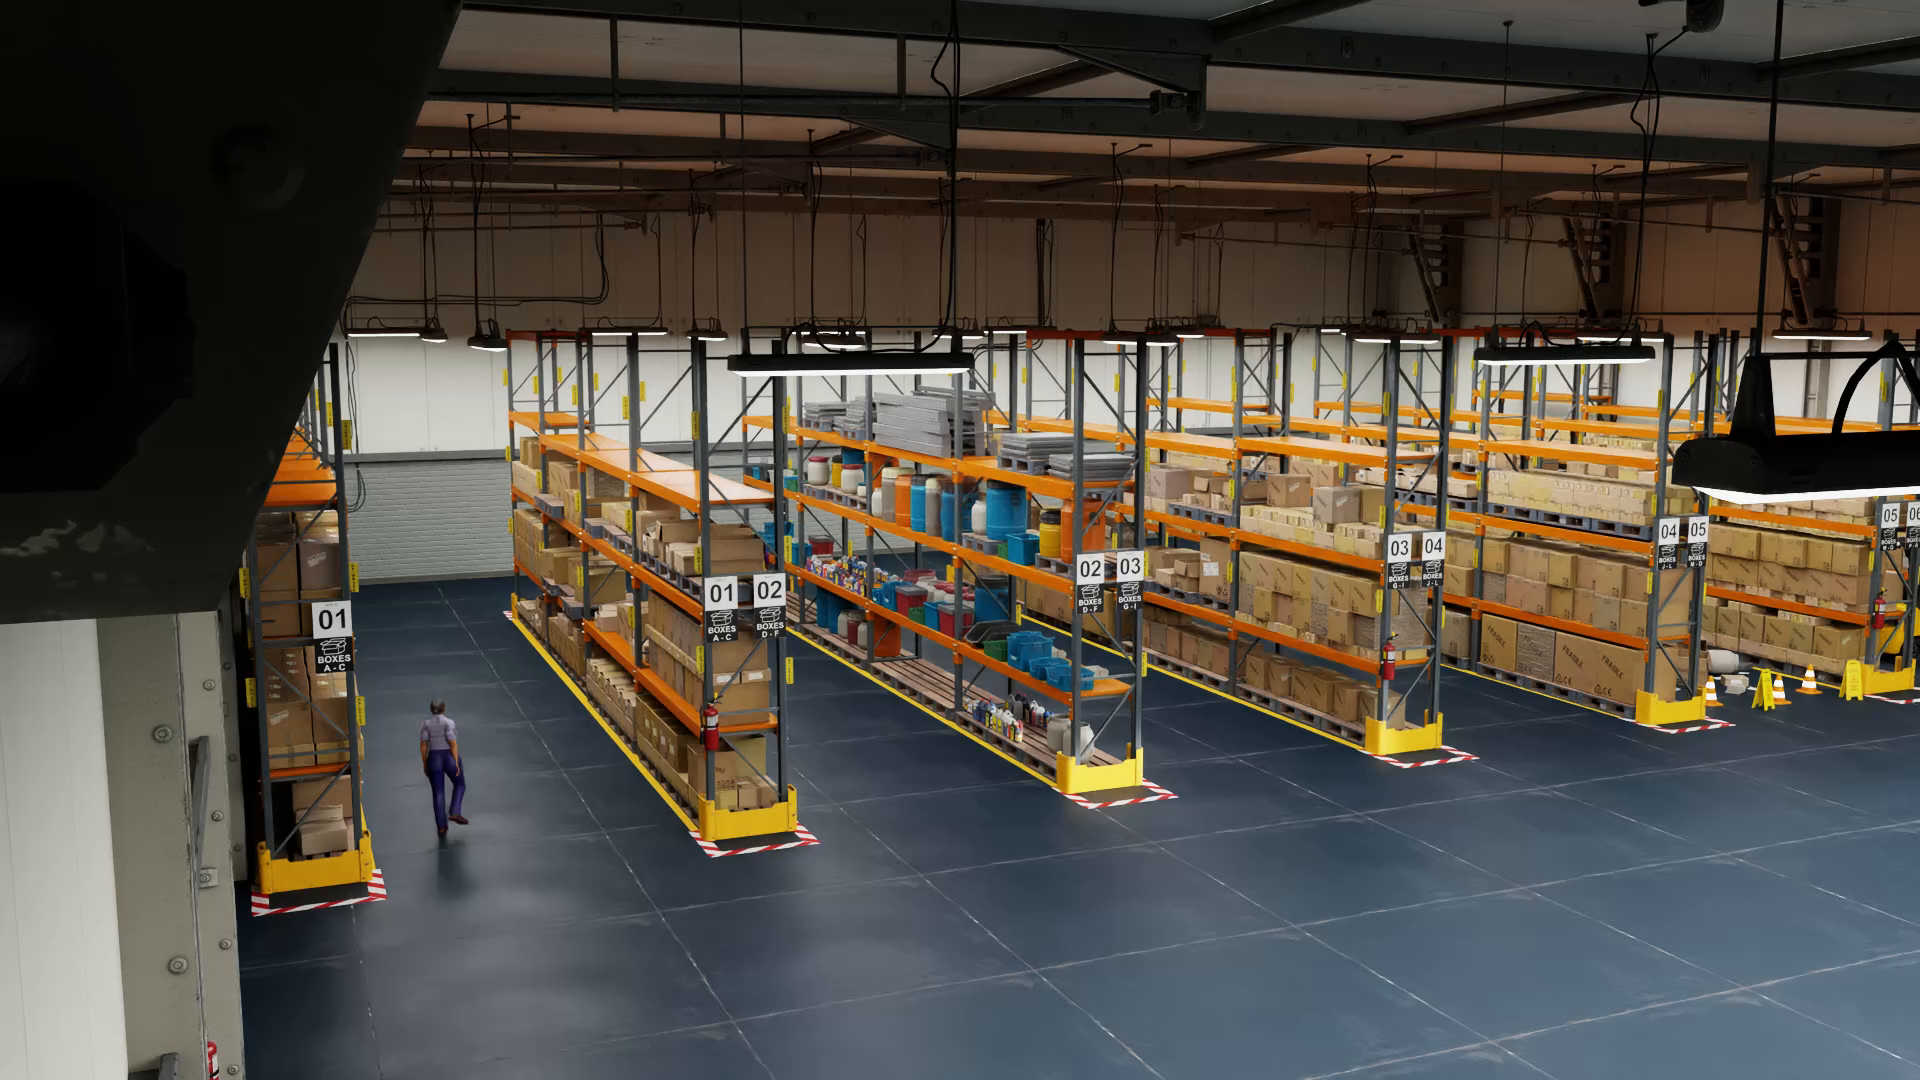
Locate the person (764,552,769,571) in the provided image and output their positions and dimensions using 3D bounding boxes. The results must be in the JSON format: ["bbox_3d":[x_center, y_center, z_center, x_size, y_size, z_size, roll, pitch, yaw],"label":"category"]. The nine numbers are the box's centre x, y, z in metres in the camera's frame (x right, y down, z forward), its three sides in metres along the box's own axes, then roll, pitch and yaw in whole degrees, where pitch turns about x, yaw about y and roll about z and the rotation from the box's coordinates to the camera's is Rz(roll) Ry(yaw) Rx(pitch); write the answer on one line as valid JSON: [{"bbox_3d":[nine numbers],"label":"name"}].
[{"bbox_3d":[-4.251,0.782,34.481,0.572,1.722,1.049,0,8,-1],"label":"person"}]

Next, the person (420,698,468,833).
[{"bbox_3d":[-6.336,2.751,20.391,0.538,1.635,0.445,-1,8,-10],"label":"person"}]
